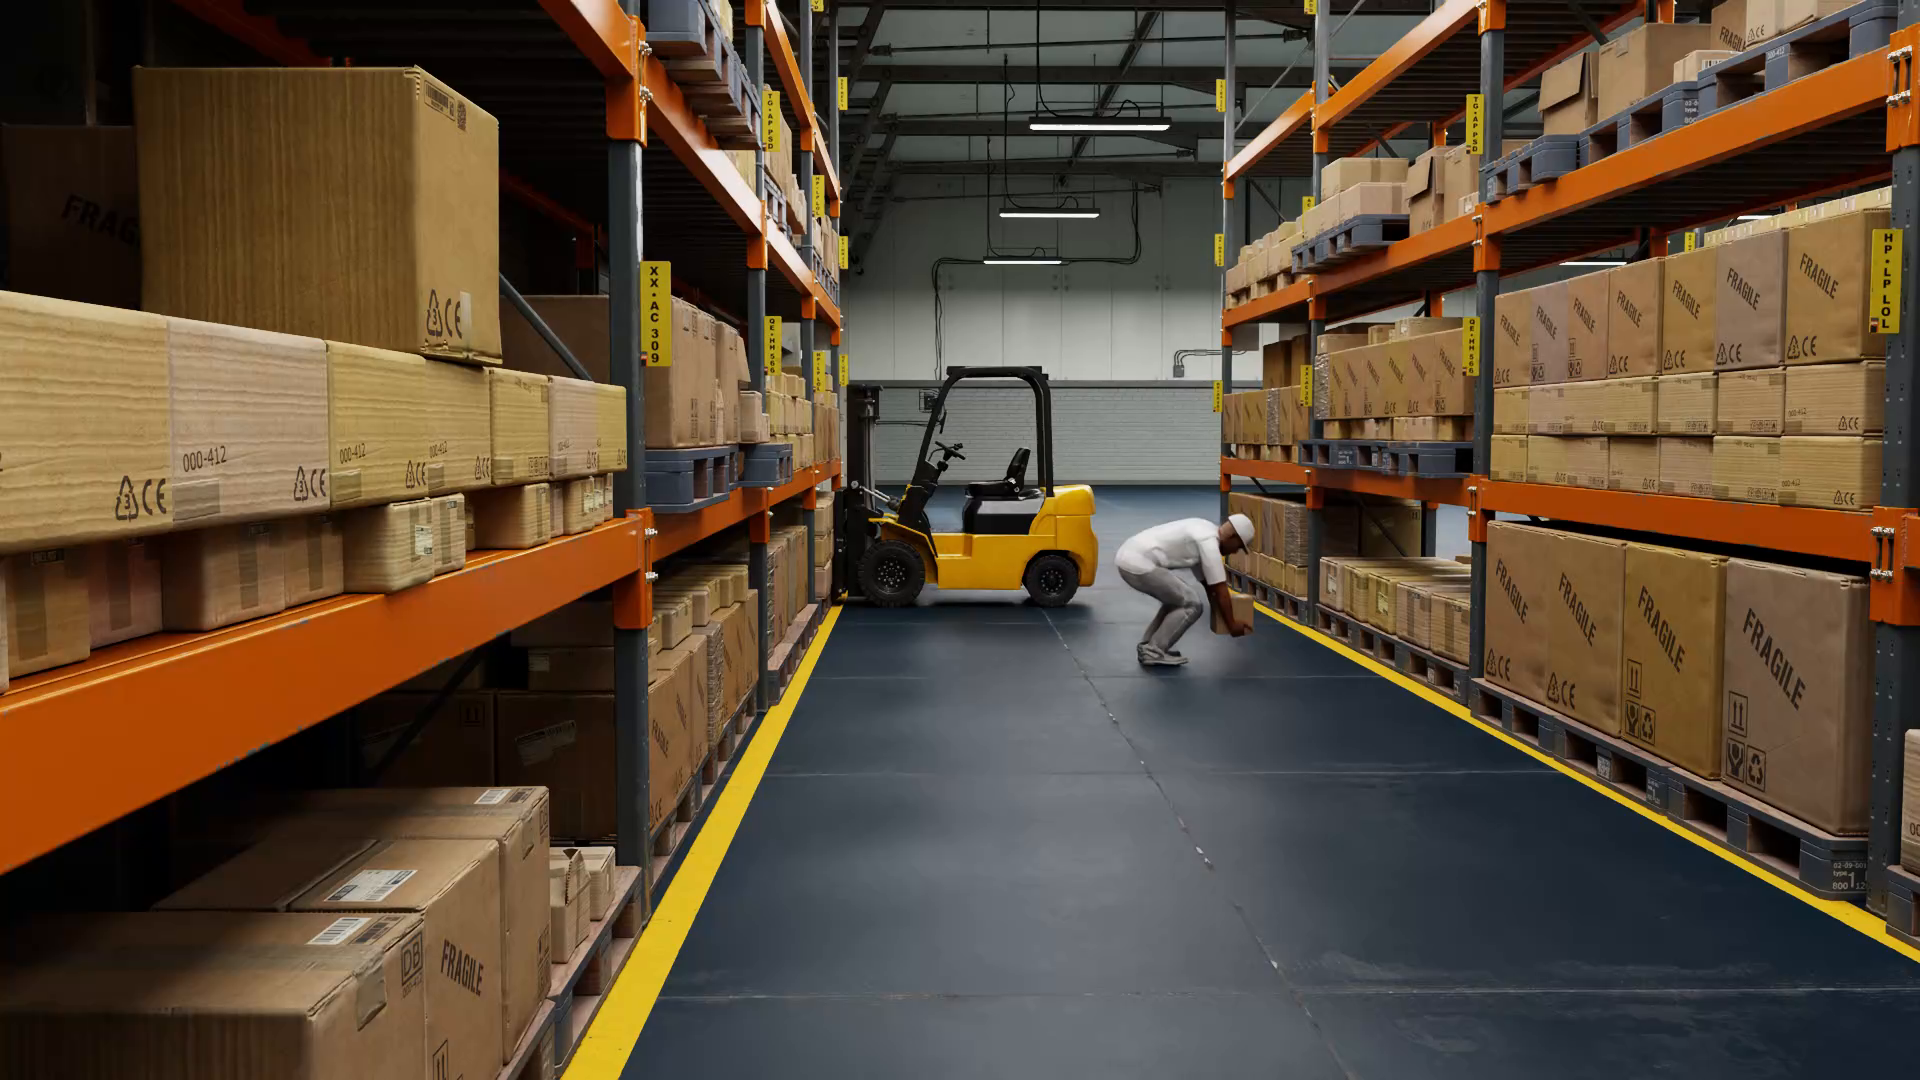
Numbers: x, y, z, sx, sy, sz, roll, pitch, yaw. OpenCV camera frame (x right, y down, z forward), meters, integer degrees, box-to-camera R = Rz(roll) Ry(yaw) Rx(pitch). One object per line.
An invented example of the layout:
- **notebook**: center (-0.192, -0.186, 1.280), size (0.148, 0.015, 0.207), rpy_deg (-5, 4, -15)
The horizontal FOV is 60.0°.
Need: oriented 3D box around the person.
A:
- **person**: center (1.529, 0.330, 11.300), size (0.956, 1.013, 0.528), rpy_deg (0, 4, -4)
